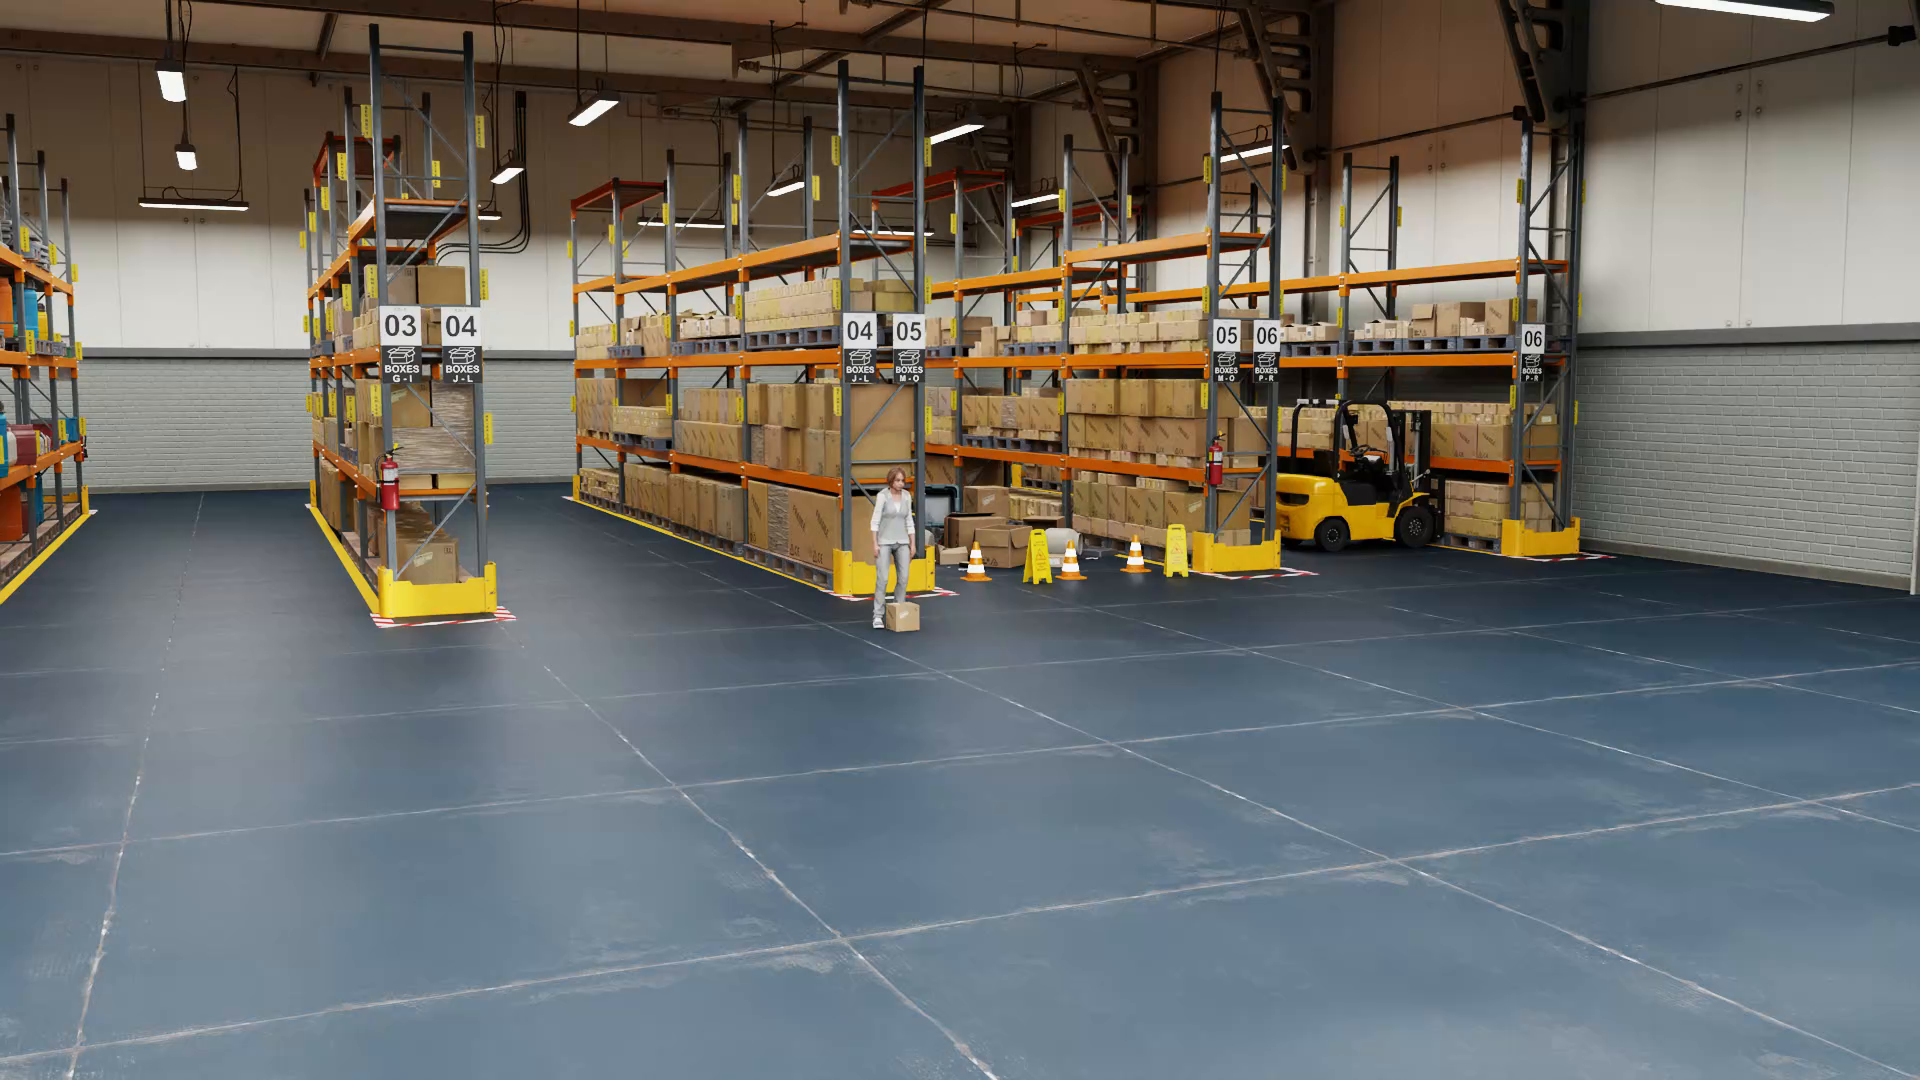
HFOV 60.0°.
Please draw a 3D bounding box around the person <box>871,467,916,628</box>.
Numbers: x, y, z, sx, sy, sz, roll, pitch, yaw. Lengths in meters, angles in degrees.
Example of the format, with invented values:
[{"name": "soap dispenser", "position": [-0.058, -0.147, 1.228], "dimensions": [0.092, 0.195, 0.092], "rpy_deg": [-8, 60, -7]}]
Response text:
[{"name": "person", "position": [-0.665, 0.067, 16.530], "dimensions": [0.476, 1.592, 0.348], "rpy_deg": [-3, 6, -25]}]
